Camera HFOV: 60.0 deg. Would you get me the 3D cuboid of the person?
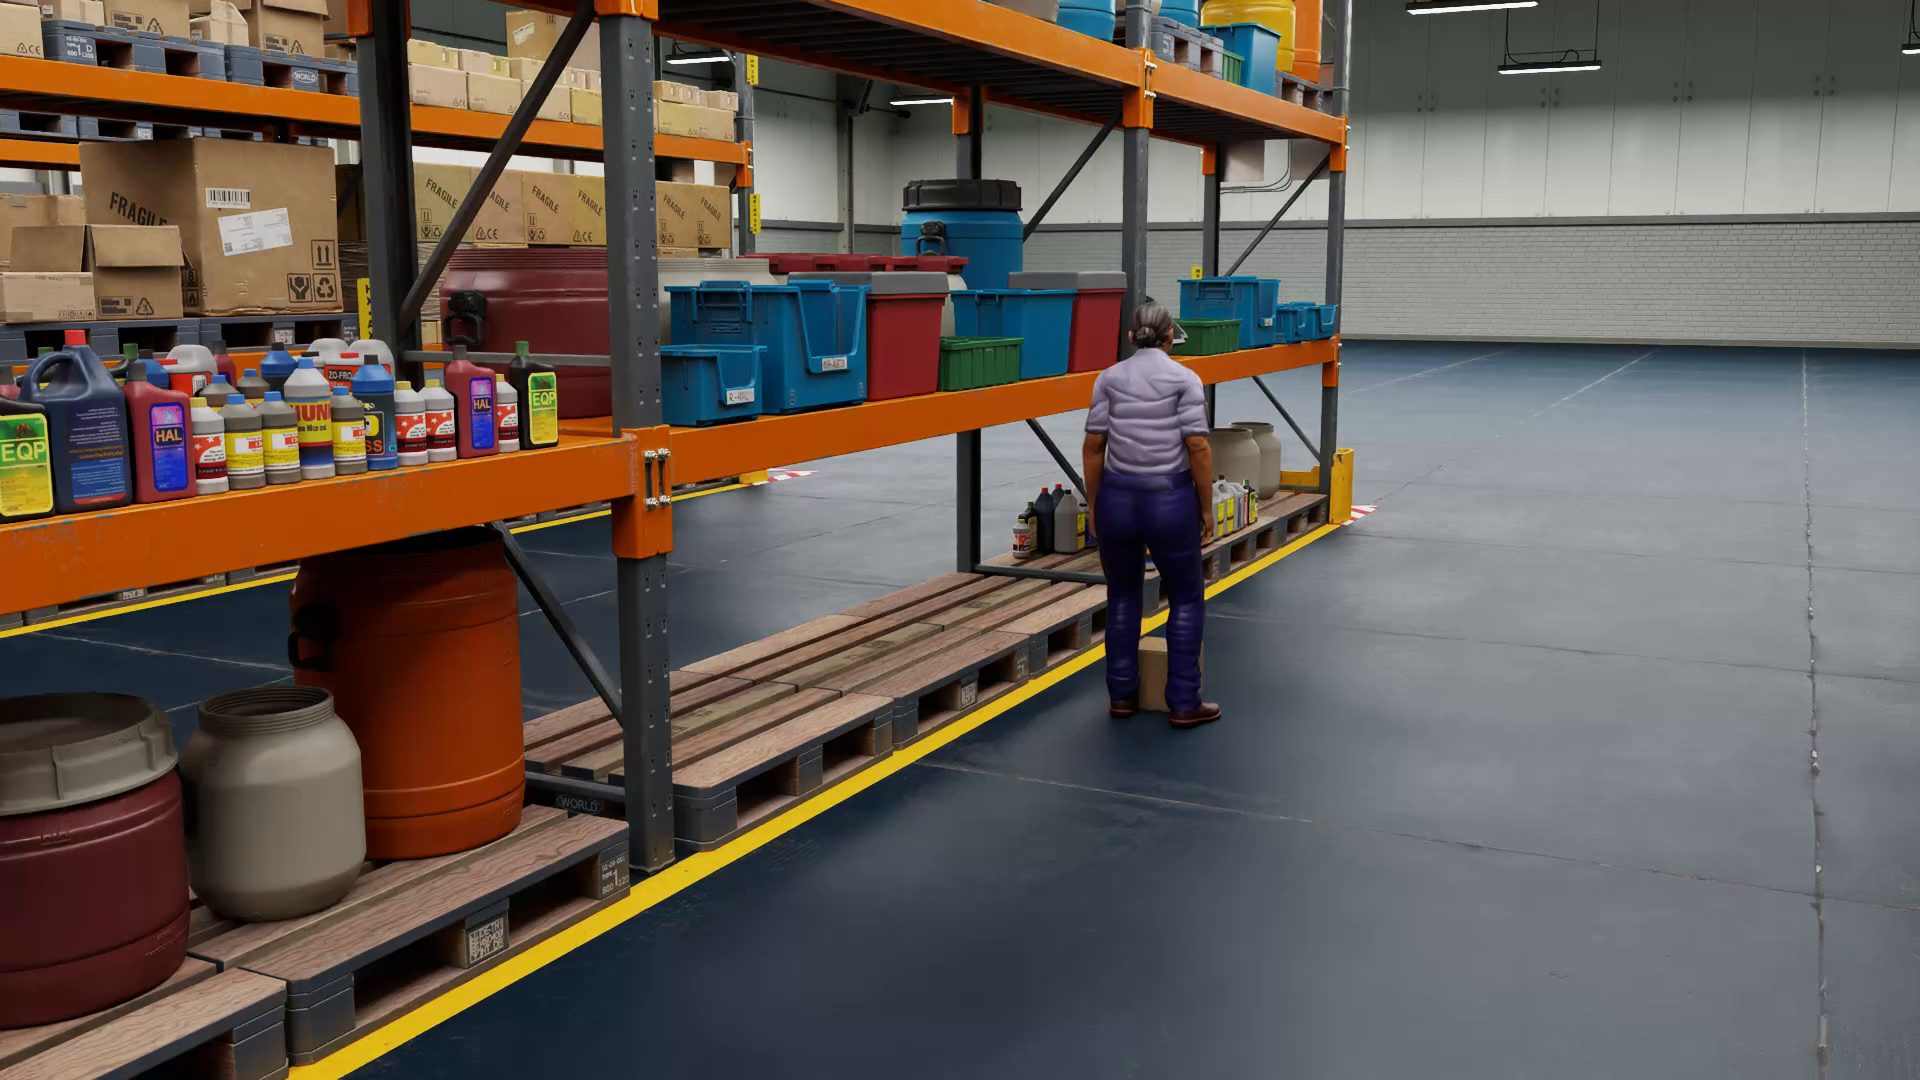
[{"bbox_3d":[0.761,-0.099,6.555,0.544,1.636,0.424,4,10,24],"label":"person"}]
